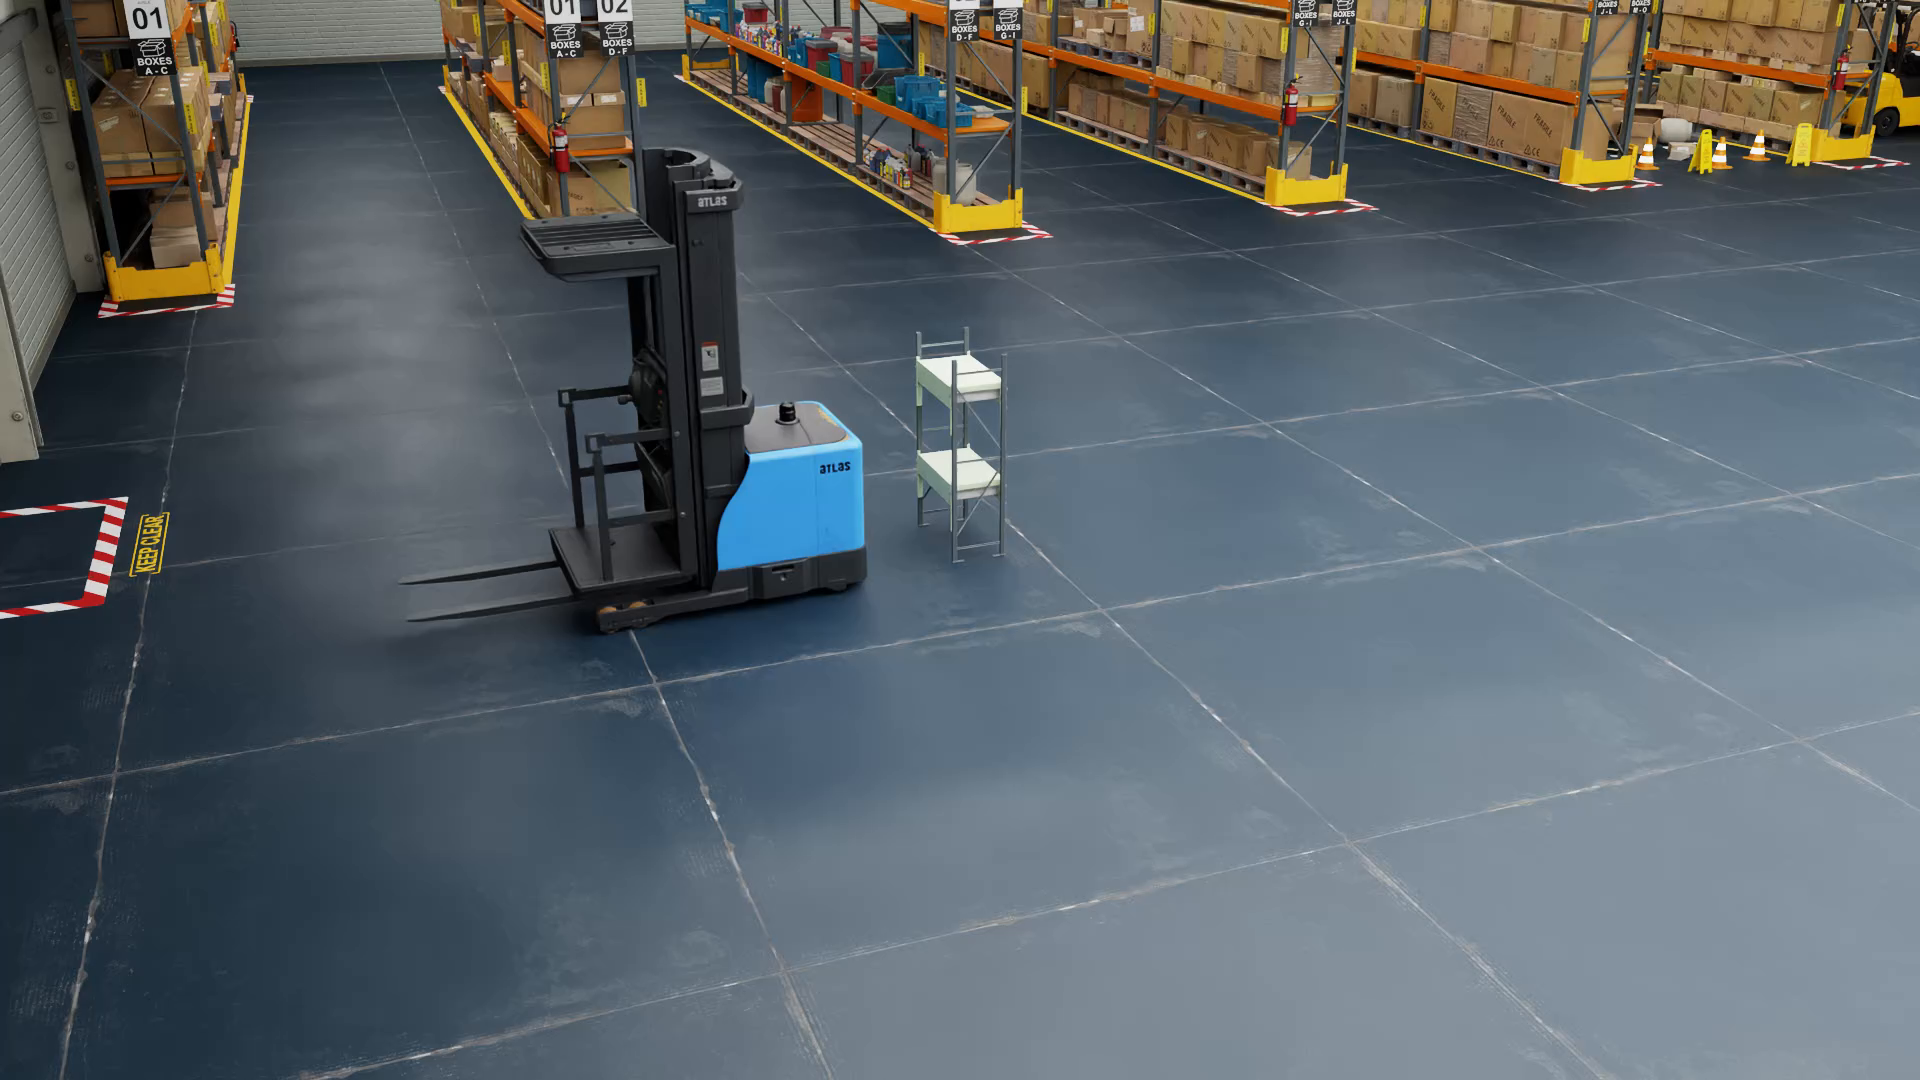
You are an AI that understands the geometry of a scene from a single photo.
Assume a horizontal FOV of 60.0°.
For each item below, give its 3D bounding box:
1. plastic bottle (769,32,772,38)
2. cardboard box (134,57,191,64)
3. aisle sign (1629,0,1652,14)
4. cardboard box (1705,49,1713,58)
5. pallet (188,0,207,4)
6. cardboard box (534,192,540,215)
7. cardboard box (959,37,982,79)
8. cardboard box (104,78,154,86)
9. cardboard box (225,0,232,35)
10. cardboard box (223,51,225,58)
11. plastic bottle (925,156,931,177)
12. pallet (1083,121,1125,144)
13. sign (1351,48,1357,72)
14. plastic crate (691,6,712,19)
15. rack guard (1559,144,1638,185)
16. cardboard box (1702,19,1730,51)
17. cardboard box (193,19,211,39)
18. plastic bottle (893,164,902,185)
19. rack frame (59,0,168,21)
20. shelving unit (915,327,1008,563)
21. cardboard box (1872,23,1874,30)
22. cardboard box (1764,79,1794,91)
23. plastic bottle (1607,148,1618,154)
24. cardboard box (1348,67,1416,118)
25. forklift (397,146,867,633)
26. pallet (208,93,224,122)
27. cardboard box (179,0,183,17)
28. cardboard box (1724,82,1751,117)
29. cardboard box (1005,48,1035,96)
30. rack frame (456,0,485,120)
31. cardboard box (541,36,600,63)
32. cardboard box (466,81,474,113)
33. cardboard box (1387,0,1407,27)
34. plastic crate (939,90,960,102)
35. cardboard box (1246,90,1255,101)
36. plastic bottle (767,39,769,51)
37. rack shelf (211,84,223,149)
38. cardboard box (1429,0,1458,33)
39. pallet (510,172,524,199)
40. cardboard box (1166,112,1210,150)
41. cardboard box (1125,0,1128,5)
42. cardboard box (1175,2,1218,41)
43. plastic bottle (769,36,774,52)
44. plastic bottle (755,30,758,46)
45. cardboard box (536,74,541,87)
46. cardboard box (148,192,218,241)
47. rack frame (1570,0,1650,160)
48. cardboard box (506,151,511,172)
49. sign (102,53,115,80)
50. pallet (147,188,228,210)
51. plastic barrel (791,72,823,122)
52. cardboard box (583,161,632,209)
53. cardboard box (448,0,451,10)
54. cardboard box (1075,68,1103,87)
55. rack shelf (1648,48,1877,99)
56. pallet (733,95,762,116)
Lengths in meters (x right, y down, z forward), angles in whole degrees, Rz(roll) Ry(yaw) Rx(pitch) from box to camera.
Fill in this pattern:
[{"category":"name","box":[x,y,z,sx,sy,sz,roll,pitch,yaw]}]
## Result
[{"category":"plastic bottle","box":[-3.392,-8.956,29.788,0.061,0.283,0.133,-8,24,-19]},{"category":"cardboard box","box":[-10.710,-6.249,22.520,0.700,0.500,0.500,-6,24,-14]},{"category":"aisle sign","box":[9.925,-8.049,24.139,0.394,0.787,0.004,-8,24,-19]},{"category":"cardboard box","box":[13.051,-8.367,28.563,0.380,0.149,0.250,-8,24,-19]},{"category":"pallet","box":[-10.490,-7.141,21.711,1.213,0.211,1.003,-8,24,-19]},{"category":"cardboard box","box":[-5.332,-4.459,21.966,0.500,0.250,0.500,-8,24,-19]},{"category":"cardboard box","box":[0.546,-10.018,34.351,0.875,0.875,0.875,-8,24,-19]},{"category":"cardboard box","box":[-10.051,-5.323,20.218,0.500,0.500,0.500,-8,24,-18]},{"category":"cardboard box","box":[-14.421,-9.921,31.541,0.980,0.700,0.700,-7,24,-17]},{"category":"cardboard box","box":[-12.702,-8.235,28.223,0.380,0.149,0.250,-8,24,-18]},{"category":"plastic bottle","box":[-0.470,-5.461,24.276,0.061,0.283,0.133,-8,24,-19]},{"category":"pallet","box":[2.819,-7.087,28.794,1.003,0.211,1.213,-8,24,-19]},{"category":"sign","box":[5.451,-6.666,23.088,0.100,0.325,0.005,-8,24,-19]},{"category":"plastic crate","box":[-5.331,-10.903,34.394,0.416,0.233,0.300,-8,24,-19]},{"category":"rack guard","box":[9.628,-5.675,25.072,1.175,0.500,0.348,-8,24,-19]},{"category":"cardboard box","box":[13.060,-8.627,28.344,0.500,0.500,0.500,-9,24,-19]},{"category":"cardboard box","box":[-11.714,-7.809,25.412,0.500,0.250,0.500,-8,24,-18]},{"category":"plastic bottle","box":[-0.861,-5.213,23.697,0.152,0.276,0.135,-9,24,-20]},{"category":"rack frame","box":[-8.958,-6.918,17.077,1.000,3.000,0.127,-8,24,-19]},{"category":"shelving unit","box":[0.002,-0.689,11.953,0.431,1.500,0.755,-8,24,-19]},{"category":"cardboard box","box":[17.523,-9.837,31.920,0.500,0.250,0.500,-8,24,-18]},{"category":"cardboard box","box":[13.495,-7.502,27.387,0.380,0.149,0.250,-8,24,-17]},{"category":"plastic bottle","box":[10.713,-6.404,27.365,0.133,0.061,0.283,-18,29,-37]},{"category":"cardboard box","box":[7.566,-8.011,29.750,1.050,0.750,0.750,-8,24,-19]},{"category":"forklift","box":[-2.207,-0.979,10.799,3.031,2.935,1.130,-9,24,-20]},{"category":"pallet","box":[-10.505,-5.816,22.434,1.003,0.211,1.213,-8,24,-19]},{"category":"cardboard box","box":[-9.395,-6.327,19.382,0.500,0.500,0.500,-7,24,-16]},{"category":"cardboard box","box":[13.328,-7.453,28.104,0.500,0.500,0.500,-9,24,-20]},{"category":"cardboard box","box":[1.585,-8.892,31.680,1.225,0.875,0.875,-8,24,-19]},{"category":"rack frame","box":[-8.565,-9.195,30.203,1.000,3.000,0.127,-8,24,-19]},{"category":"cardboard box","box":[-4.867,-6.042,20.925,0.700,0.500,0.500,-8,24,-19]},{"category":"cardboard box","box":[-8.622,-8.036,30.107,0.500,0.500,0.500,-9,25,-21]},{"category":"cardboard box","box":[7.842,-9.163,28.711,0.700,0.500,0.500,-9,24,-20]},{"category":"plastic crate","box":[-0.293,-6.289,23.649,0.530,0.136,0.437,-8,24,-19]},{"category":"cardboard box","box":[4.352,-6.419,23.942,0.380,0.149,0.250,-8,24,-19]},{"category":"plastic bottle","box":[-3.370,-8.757,29.420,0.097,0.201,0.097,0,23,0]},{"category":"rack shelf","box":[-11.078,-6.002,23.554,1.077,0.370,4.000,-8,24,-19]},{"category":"cardboard box","box":[8.304,-8.717,27.487,0.875,0.550,0.550,-8,24,-19]},{"category":"pallet","box":[-6.035,-5.265,24.470,1.003,0.211,1.213,-8,24,-19]},{"category":"cardboard box","box":[3.634,-6.536,26.574,0.500,0.500,0.500,-9,25,-21]},{"category":"cardboard box","box":[3.948,-12.179,37.608,0.380,0.149,0.250,-9,24,-20]},{"category":"cardboard box","box":[3.630,-7.910,25.355,0.500,0.500,0.500,-8,24,-19]},{"category":"plastic bottle","box":[-3.301,-8.718,29.239,0.097,0.271,0.097,0,23,0]},{"category":"plastic bottle","box":[-3.663,-9.091,30.123,0.097,0.271,0.097,0,23,0]},{"category":"cardboard box","box":[-5.274,-5.946,21.532,0.380,0.149,0.250,-9,24,-19]},{"category":"cardboard box","box":[-9.532,-3.949,20.408,0.700,0.500,0.500,-10,25,-22]},{"category":"rack frame","box":[9.619,-6.836,24.607,1.000,3.000,0.127,-8,24,-19]},{"category":"cardboard box","box":[-6.514,-5.695,24.899,0.500,0.250,0.500,-8,24,-18]},{"category":"sign","box":[-10.889,-6.063,21.282,0.100,0.325,0.005,-8,24,-19]},{"category":"pallet","box":[-10.648,-4.605,22.903,1.003,0.211,1.213,-8,24,-19]},{"category":"plastic barrel","box":[-2.705,-7.788,29.120,0.600,0.830,0.708,-8,24,-19]},{"category":"cardboard box","box":[-4.485,-4.513,21.130,0.500,0.500,0.500,-8,24,-19]},{"category":"cardboard box","box":[-9.347,-10.219,31.216,0.500,0.500,0.500,-8,24,-19]},{"category":"cardboard box","box":[2.382,-8.256,29.663,0.500,0.250,0.500,-7,24,-17]},{"category":"rack shelf","box":[13.508,-7.947,28.170,1.077,0.370,4.000,-8,24,-19]},{"category":"pallet","box":[-3.696,-8.302,31.675,1.003,0.211,1.213,-8,24,-19]}]
